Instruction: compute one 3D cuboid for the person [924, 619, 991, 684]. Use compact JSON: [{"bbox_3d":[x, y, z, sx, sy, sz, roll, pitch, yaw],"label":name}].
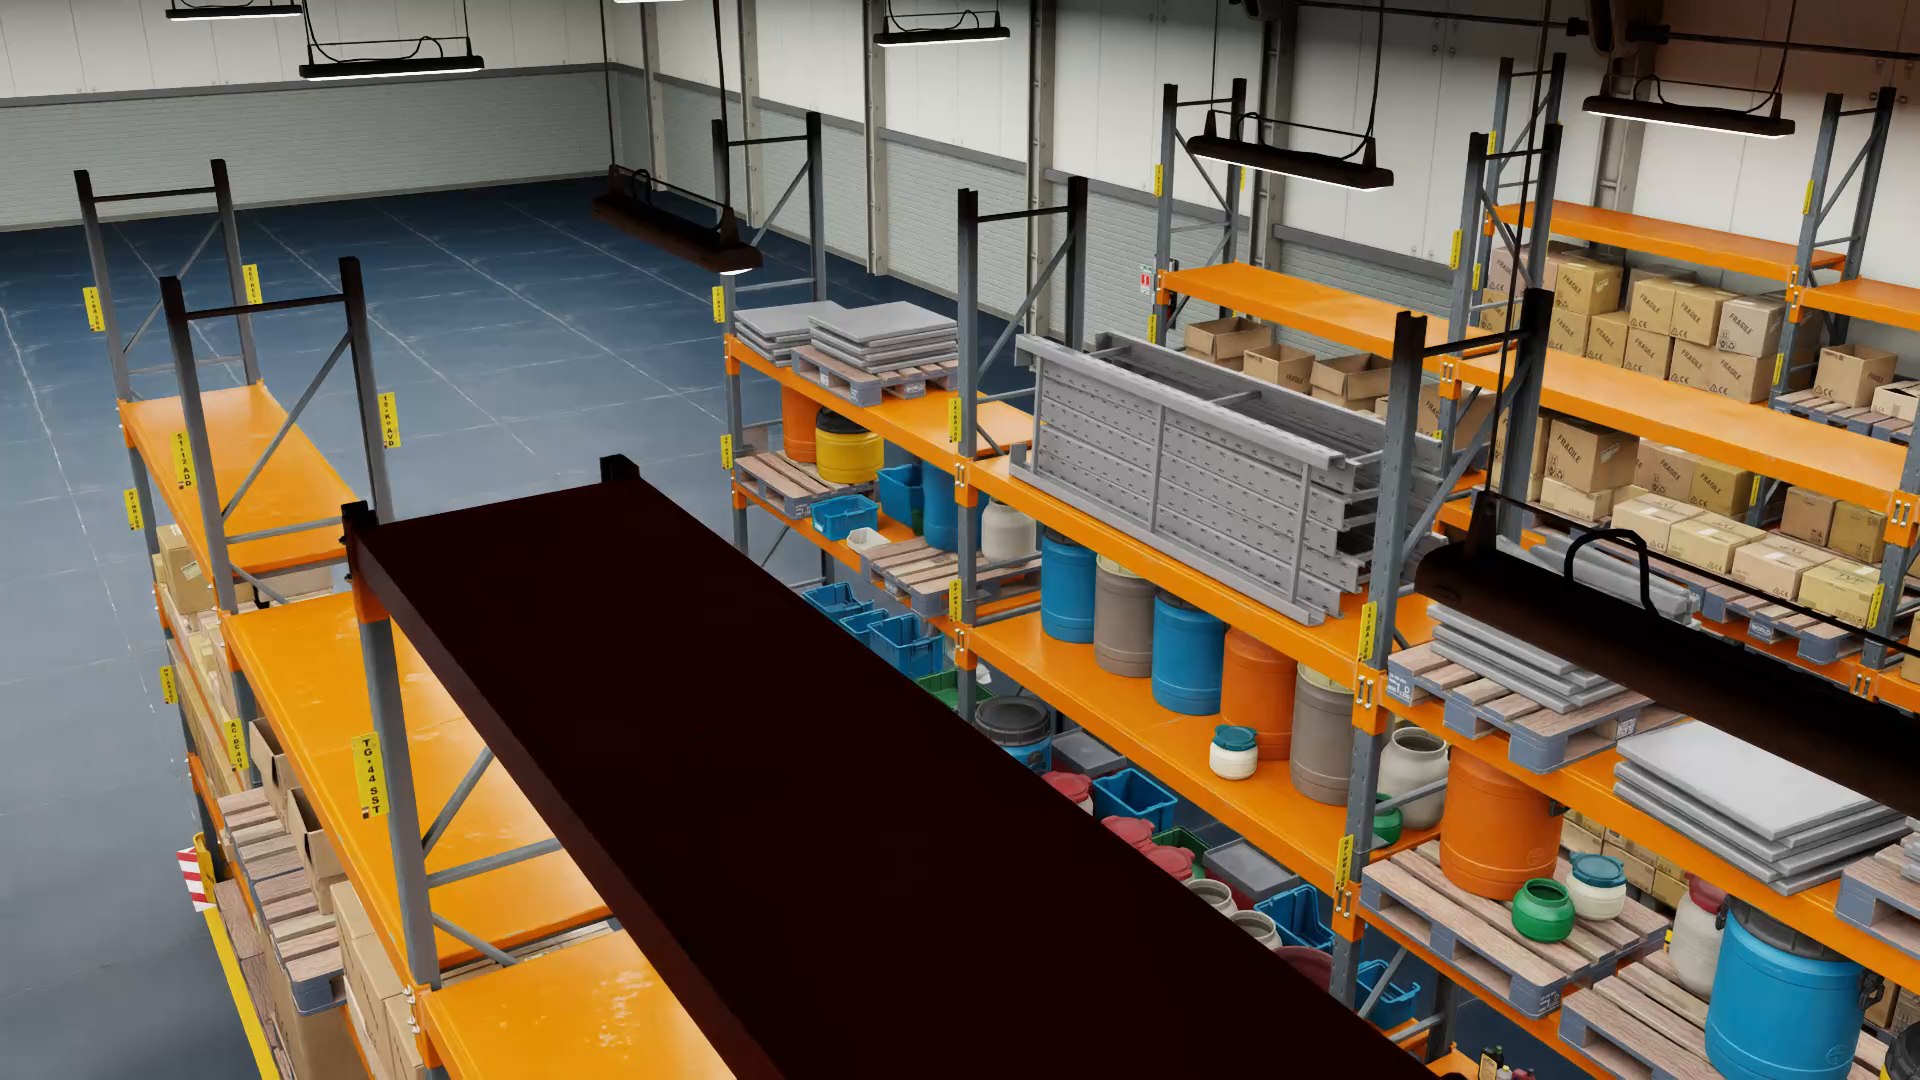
[{"bbox_3d":[-0.141,0.688,16.999,1.121,1.539,0.496,11,25,26],"label":"person"}]
